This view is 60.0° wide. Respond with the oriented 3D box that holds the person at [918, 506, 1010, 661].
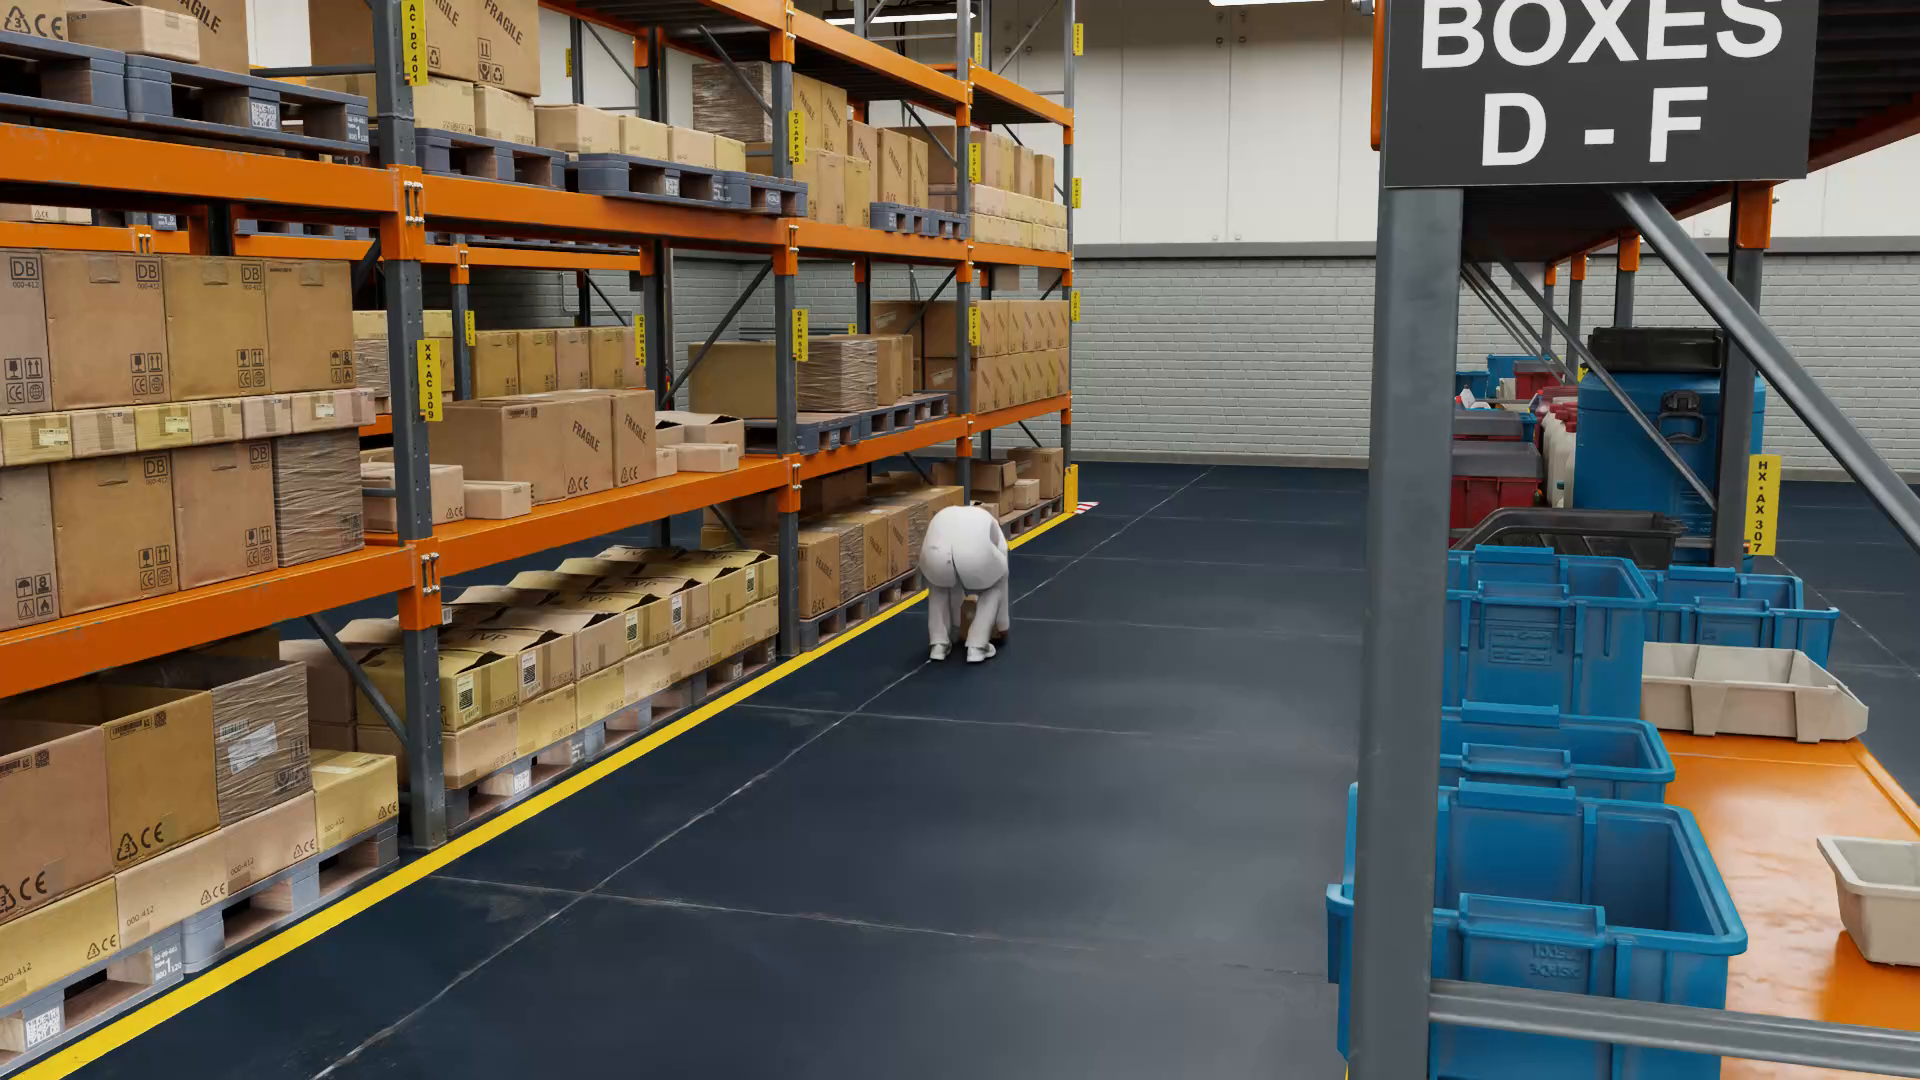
[{"bbox_3d":[0.052,0.247,10.903,0.592,0.995,0.942,2,8,13],"label":"person"}]
